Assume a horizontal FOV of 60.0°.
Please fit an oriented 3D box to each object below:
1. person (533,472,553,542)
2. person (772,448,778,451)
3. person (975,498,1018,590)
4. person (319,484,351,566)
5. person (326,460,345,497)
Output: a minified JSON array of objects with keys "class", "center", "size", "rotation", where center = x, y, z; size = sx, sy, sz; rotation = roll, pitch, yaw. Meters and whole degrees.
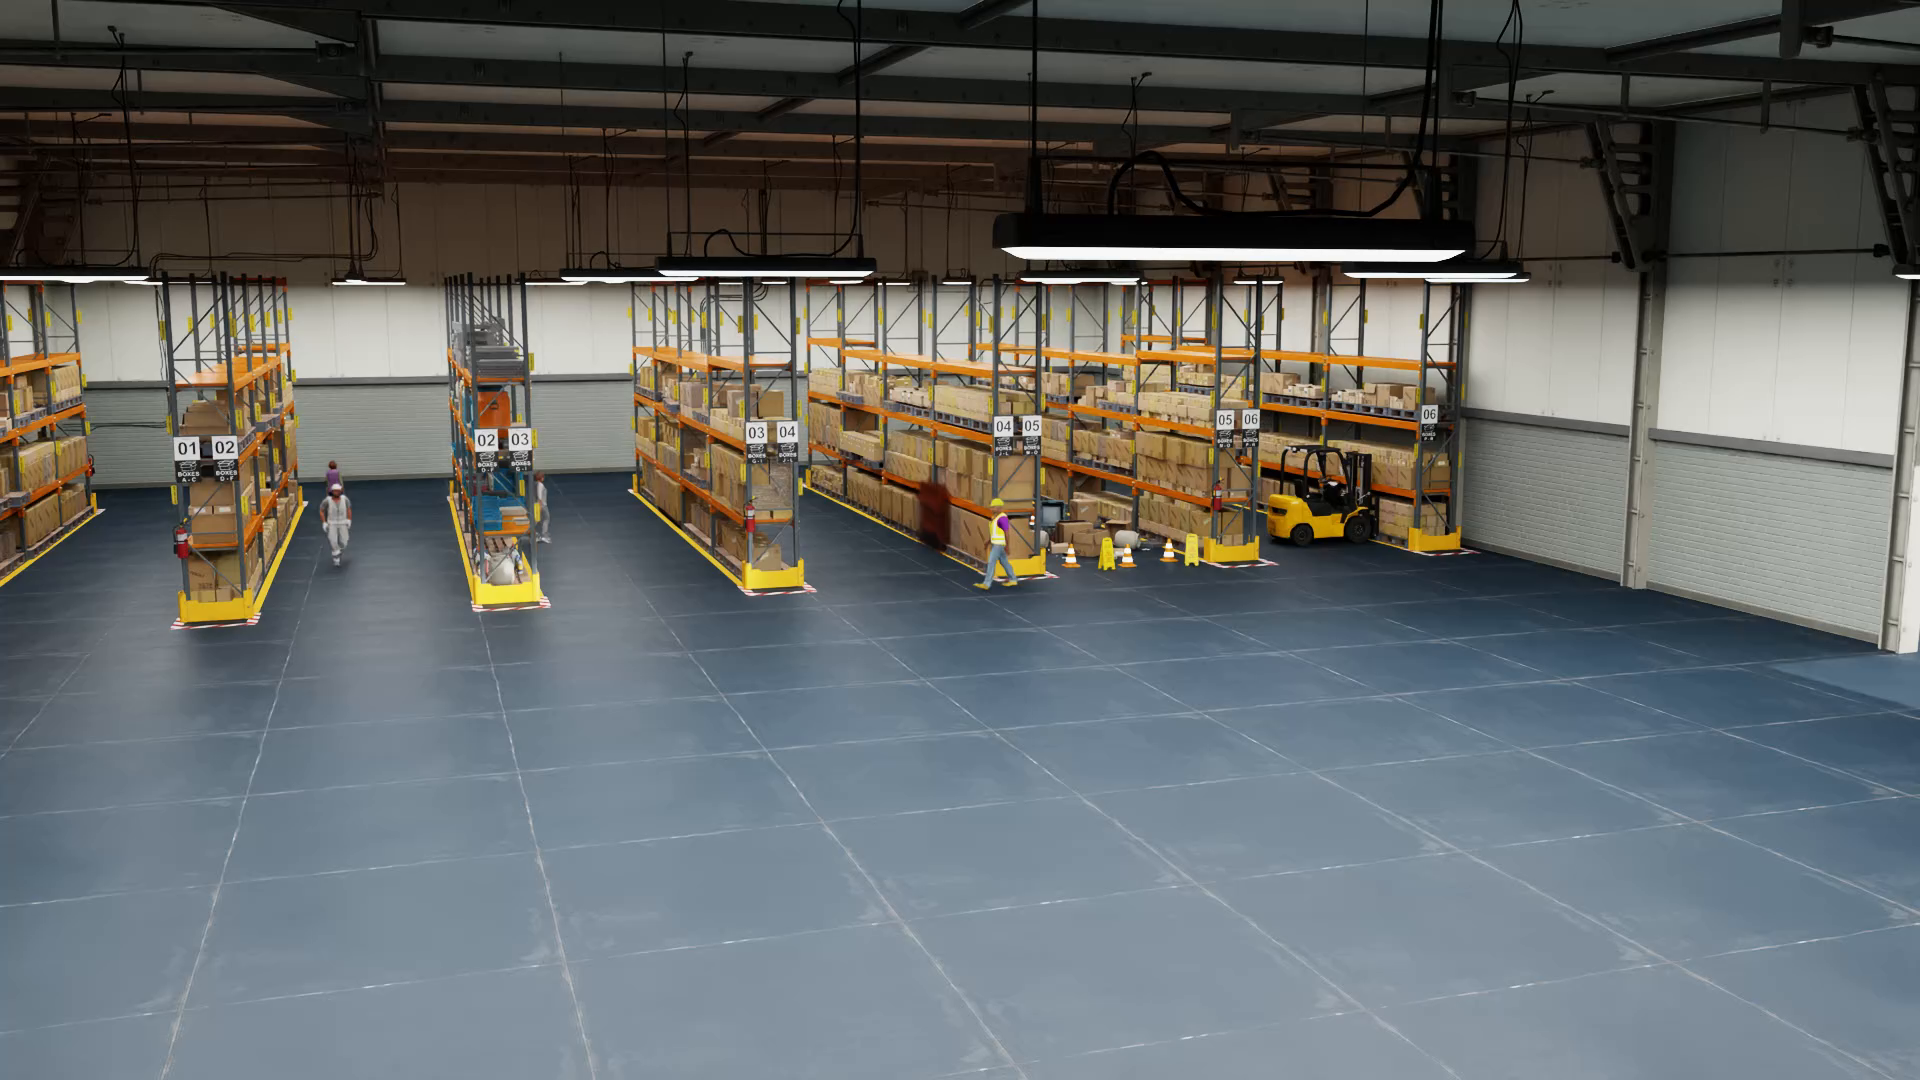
[{"class":"person","center":[-9.585,-0.722,37.720],"size":[0.484,1.625,0.522],"rotation":[6,10,34]},{"class":"person","center":[-5.551,-2.788,51.163],"size":[1.006,1.604,0.456],"rotation":[-7,11,-39]},{"class":"person","center":[0.688,0.069,31.888],"size":[0.909,1.742,0.568],"rotation":[-1,9,-10]},{"class":"person","center":[-12.990,-0.333,34.607],"size":[0.624,1.735,0.688],"rotation":[-4,9,-24]},{"class":"person","center":[-15.138,-1.125,40.259],"size":[0.450,1.598,0.445],"rotation":[1,9,5]}]
